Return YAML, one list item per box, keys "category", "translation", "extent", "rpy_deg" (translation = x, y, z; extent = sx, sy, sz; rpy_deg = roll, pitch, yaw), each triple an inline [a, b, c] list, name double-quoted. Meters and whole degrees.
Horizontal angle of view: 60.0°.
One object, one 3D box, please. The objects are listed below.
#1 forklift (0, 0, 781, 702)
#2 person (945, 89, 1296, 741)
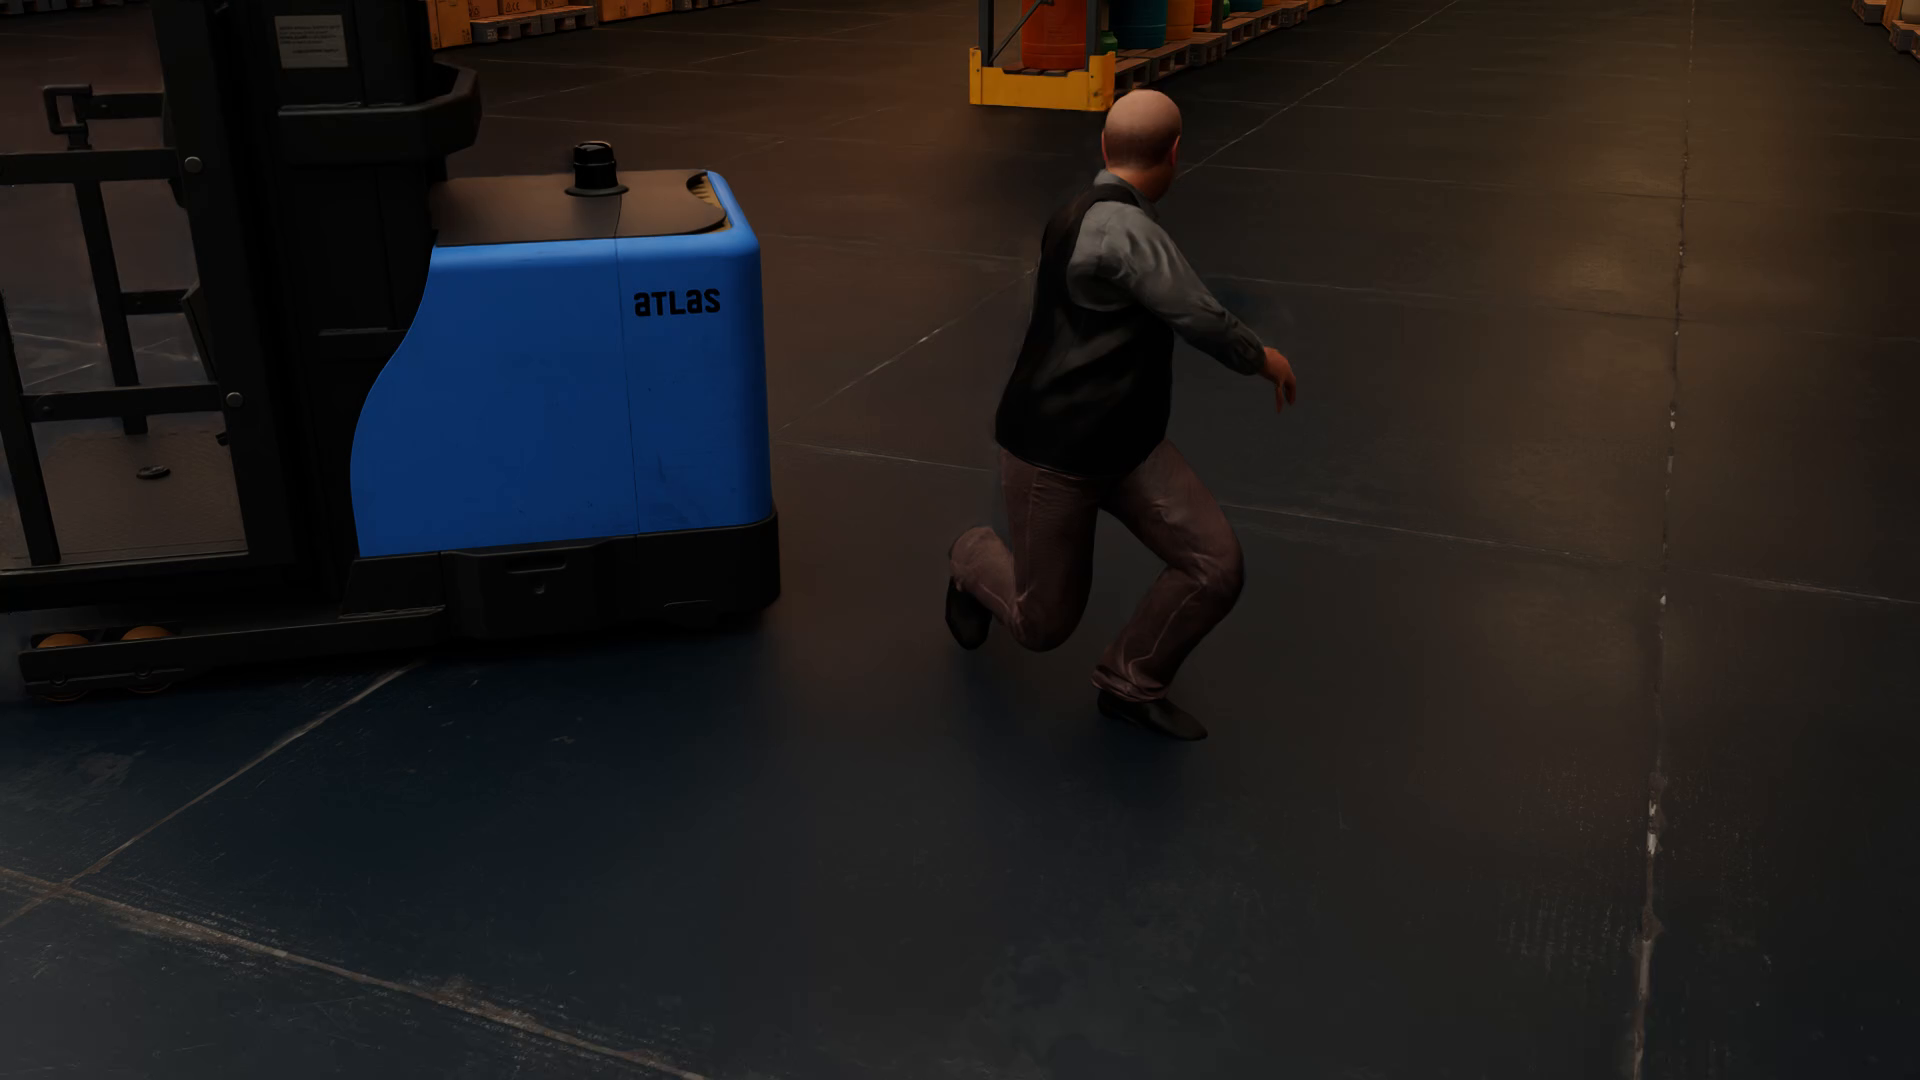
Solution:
- category: "forklift"
  translation: [-2.064, -1.173, 4.100]
  extent: [3.031, 2.935, 1.130]
  rpy_deg: [-5, 23, -12]
- category: "person"
  translation: [0.321, -0.300, 3.954]
  extent: [0.884, 1.498, 0.639]
  rpy_deg: [15, 27, 32]
